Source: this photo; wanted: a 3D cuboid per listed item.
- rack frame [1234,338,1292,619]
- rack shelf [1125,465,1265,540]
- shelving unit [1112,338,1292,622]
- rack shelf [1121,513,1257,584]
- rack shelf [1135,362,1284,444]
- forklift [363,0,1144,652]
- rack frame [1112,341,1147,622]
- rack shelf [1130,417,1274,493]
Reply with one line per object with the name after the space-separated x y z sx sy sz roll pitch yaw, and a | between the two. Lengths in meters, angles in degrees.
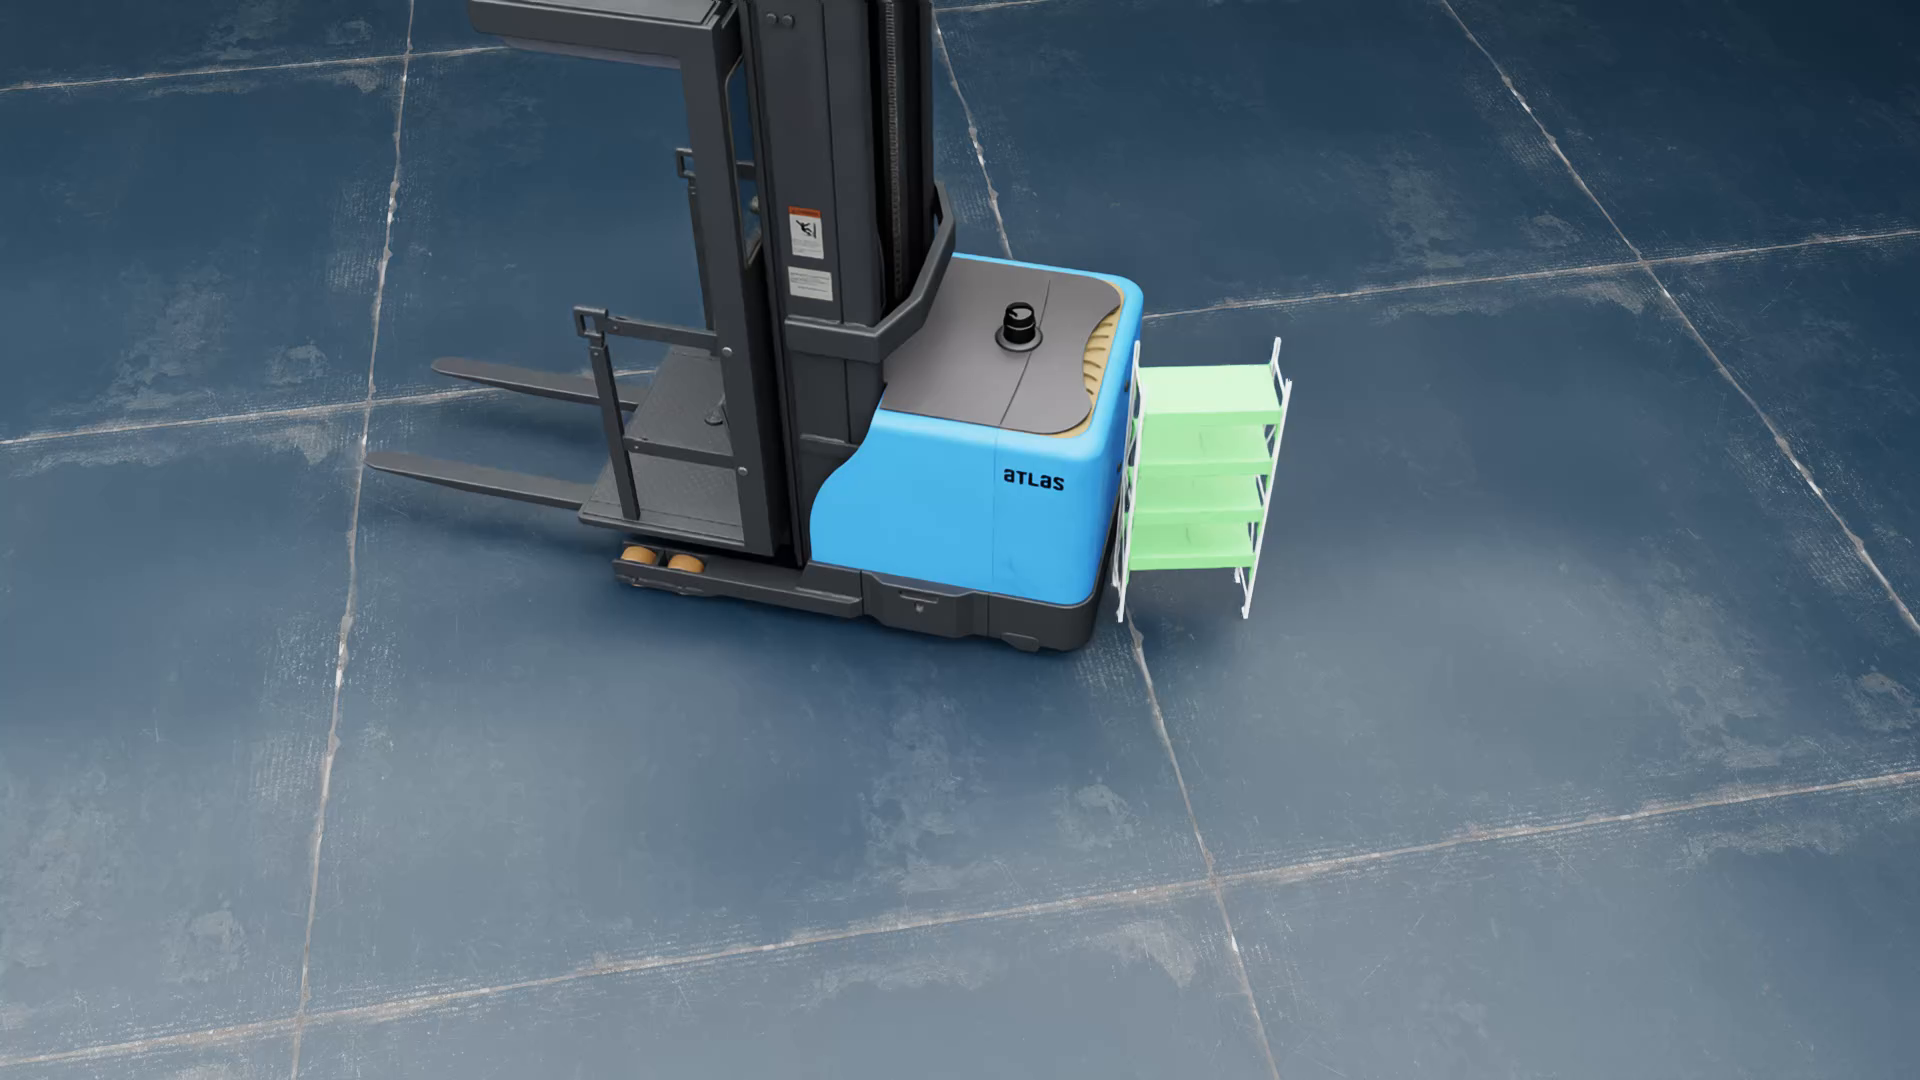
1.104 -0.198 6.107 0.015 1.200 0.240 -2 46 -2 | rack frame
0.861 -0.146 6.146 0.480 0.148 0.258 -2 46 -2 | rack shelf
0.861 -0.191 6.100 0.503 1.200 0.258 -2 46 -2 | shelving unit
0.861 0.020 6.319 0.480 0.148 0.258 -2 46 -2 | rack shelf
0.861 -0.479 5.801 0.480 0.148 0.258 -2 46 -2 | rack shelf
-0.875 -1.158 5.831 3.031 2.935 1.130 10 47 9 | forklift
0.617 -0.184 6.094 0.015 1.200 0.240 -2 46 -2 | rack frame
0.861 -0.313 5.974 0.480 0.148 0.258 -2 46 -2 | rack shelf
